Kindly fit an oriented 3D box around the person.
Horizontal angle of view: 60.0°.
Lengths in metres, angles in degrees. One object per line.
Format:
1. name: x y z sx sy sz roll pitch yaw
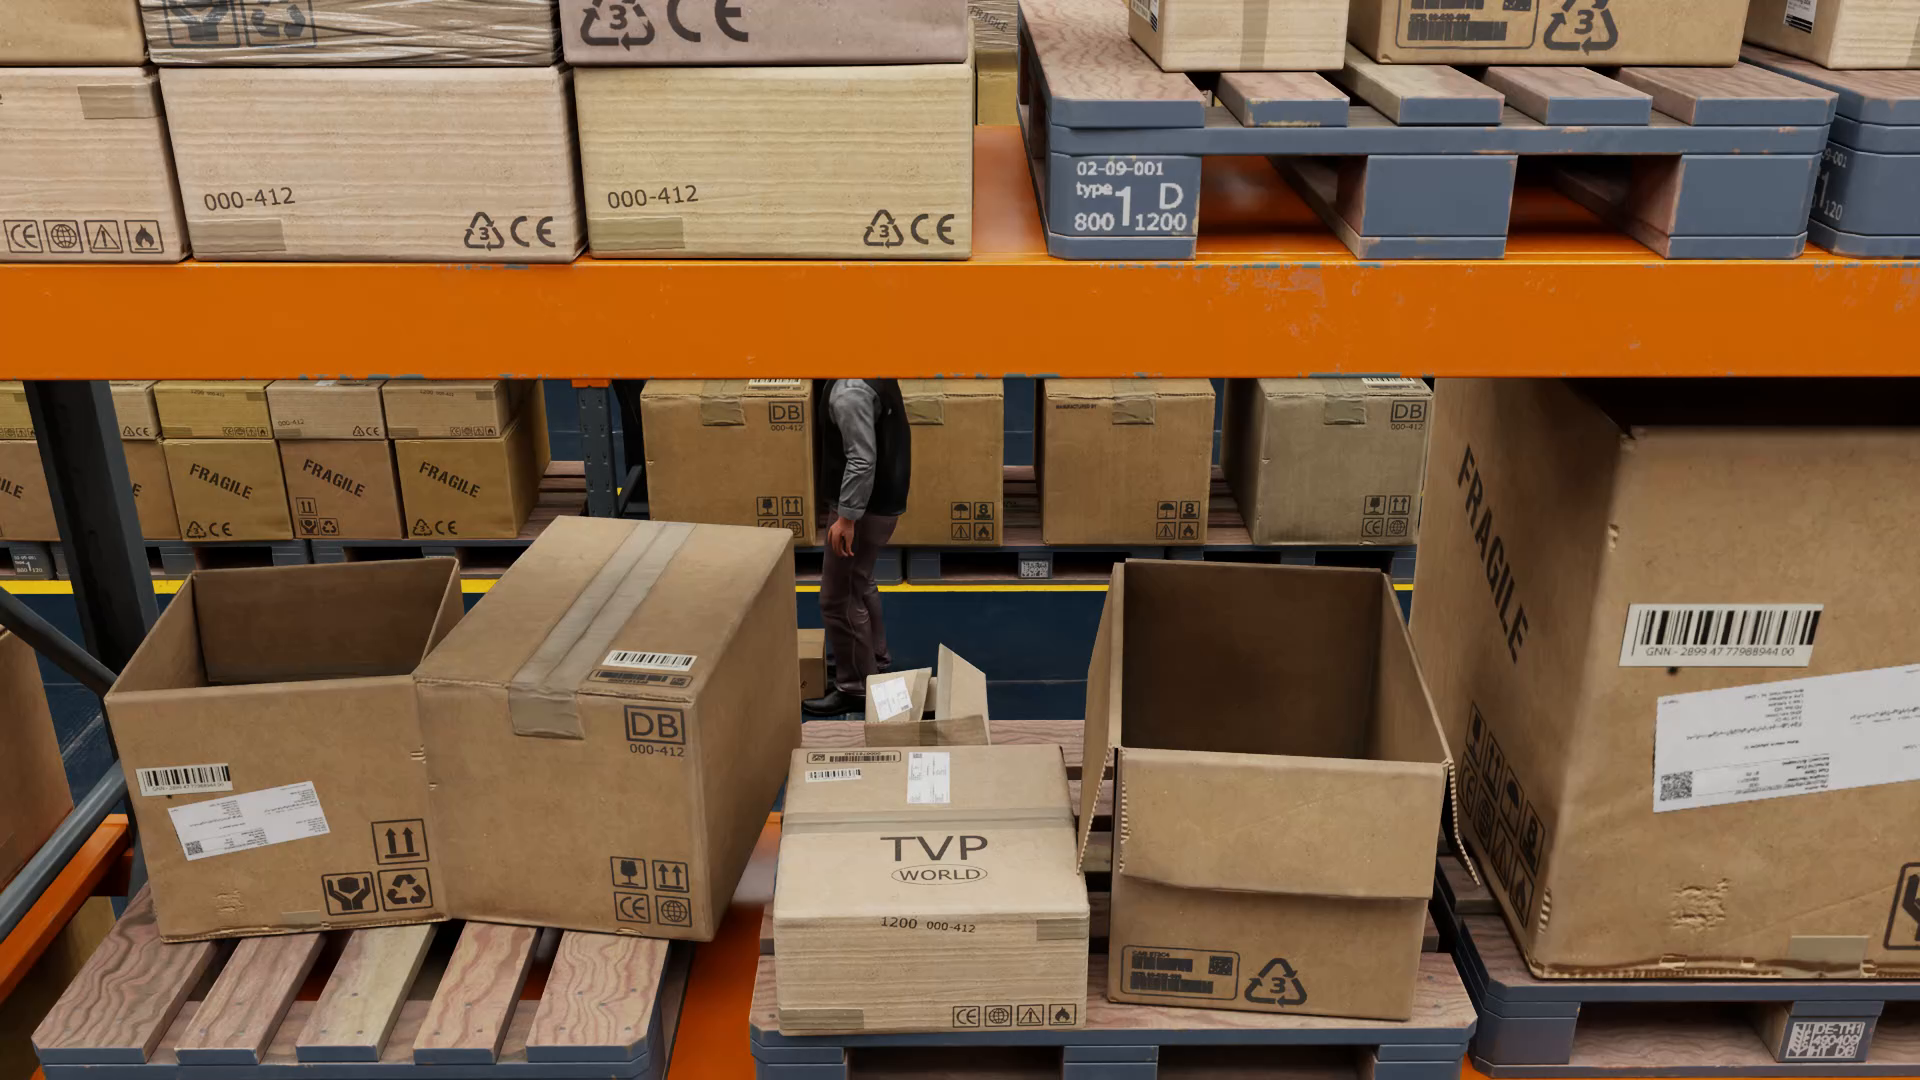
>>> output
1. person: -0.417 -0.146 6.461 0.462 1.721 0.586 -1 24 -1
